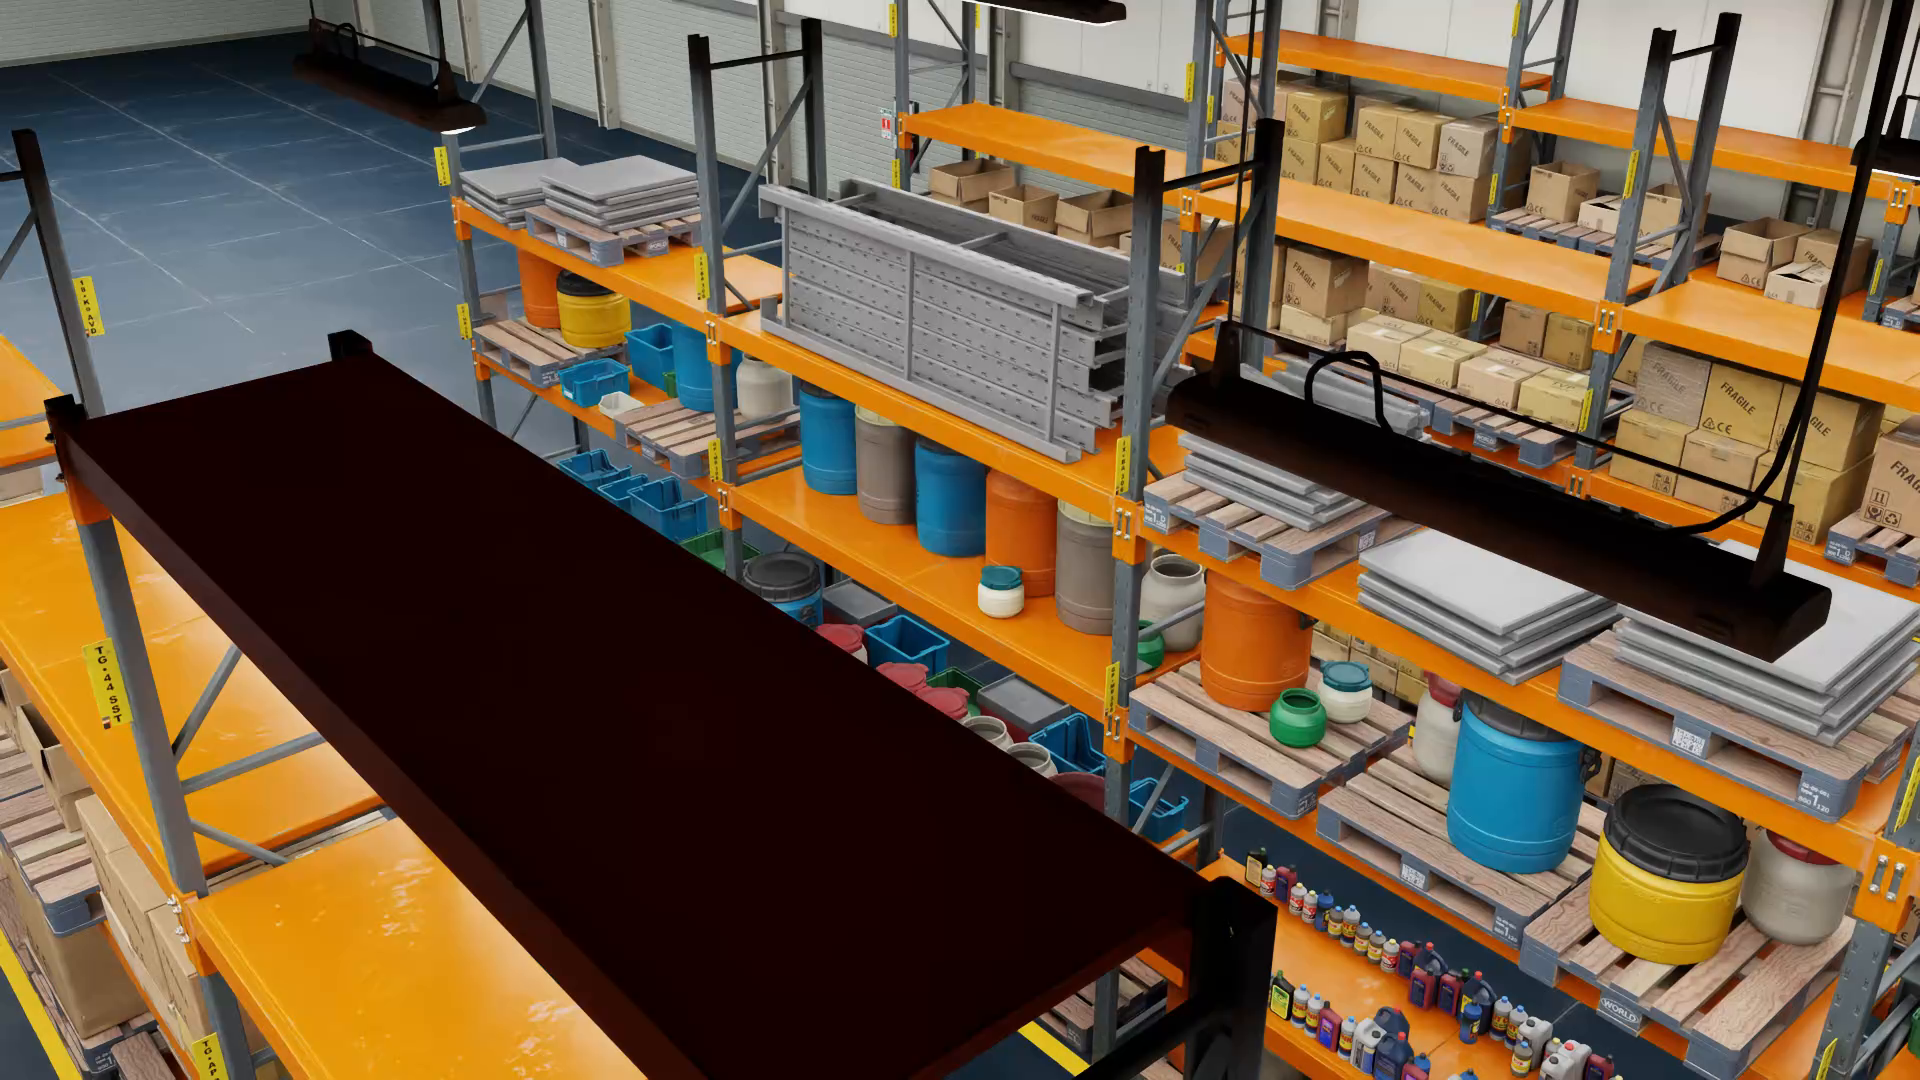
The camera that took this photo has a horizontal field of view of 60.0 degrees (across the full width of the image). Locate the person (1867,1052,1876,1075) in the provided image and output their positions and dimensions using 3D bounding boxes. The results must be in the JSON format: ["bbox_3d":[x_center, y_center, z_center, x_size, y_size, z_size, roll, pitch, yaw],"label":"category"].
[{"bbox_3d":[4.897,3.369,9.091,0.508,1.627,1.024,-14,30,-26],"label":"person"}]
